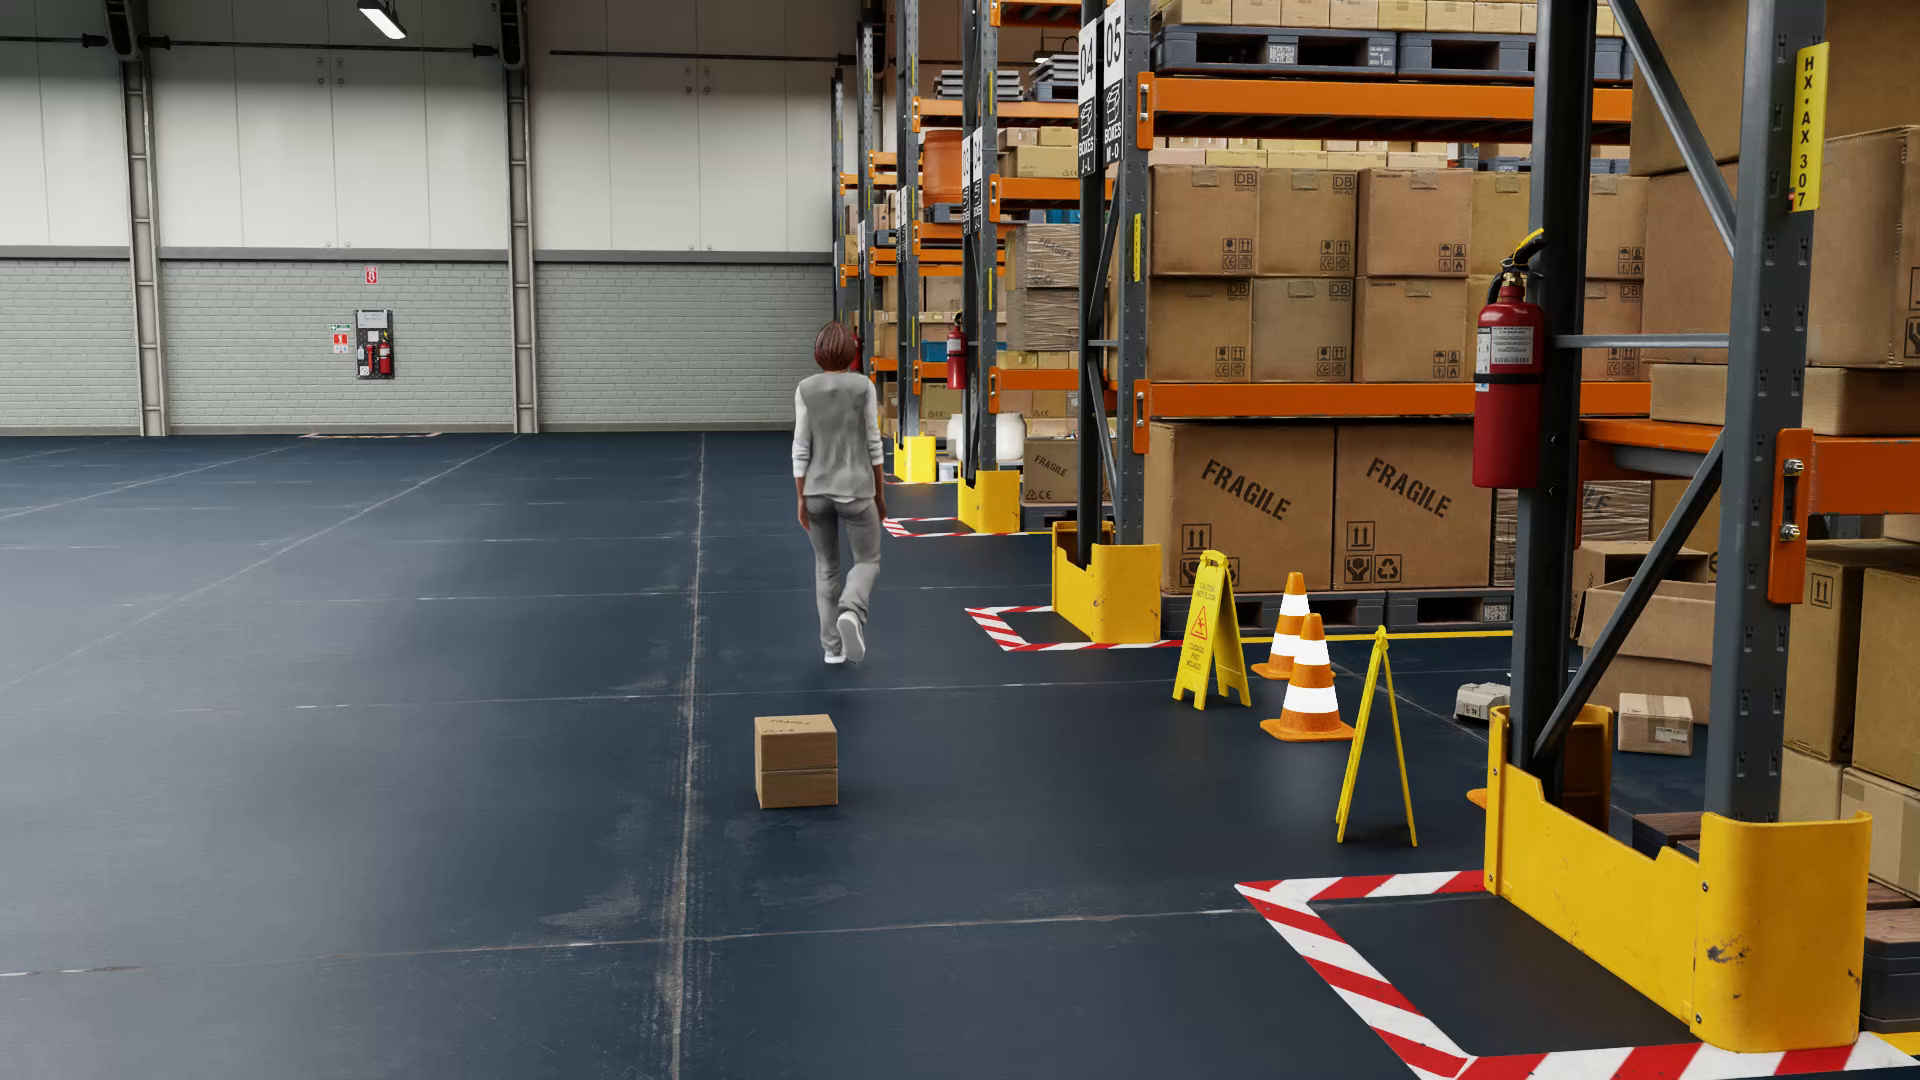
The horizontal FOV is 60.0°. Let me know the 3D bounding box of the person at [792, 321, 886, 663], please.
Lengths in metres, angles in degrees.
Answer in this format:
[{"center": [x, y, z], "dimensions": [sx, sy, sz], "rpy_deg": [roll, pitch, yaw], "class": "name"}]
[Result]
[{"center": [-0.549, -0.193, 7.498], "dimensions": [0.415, 1.577, 0.683], "rpy_deg": [0, 7, 4], "class": "person"}]
